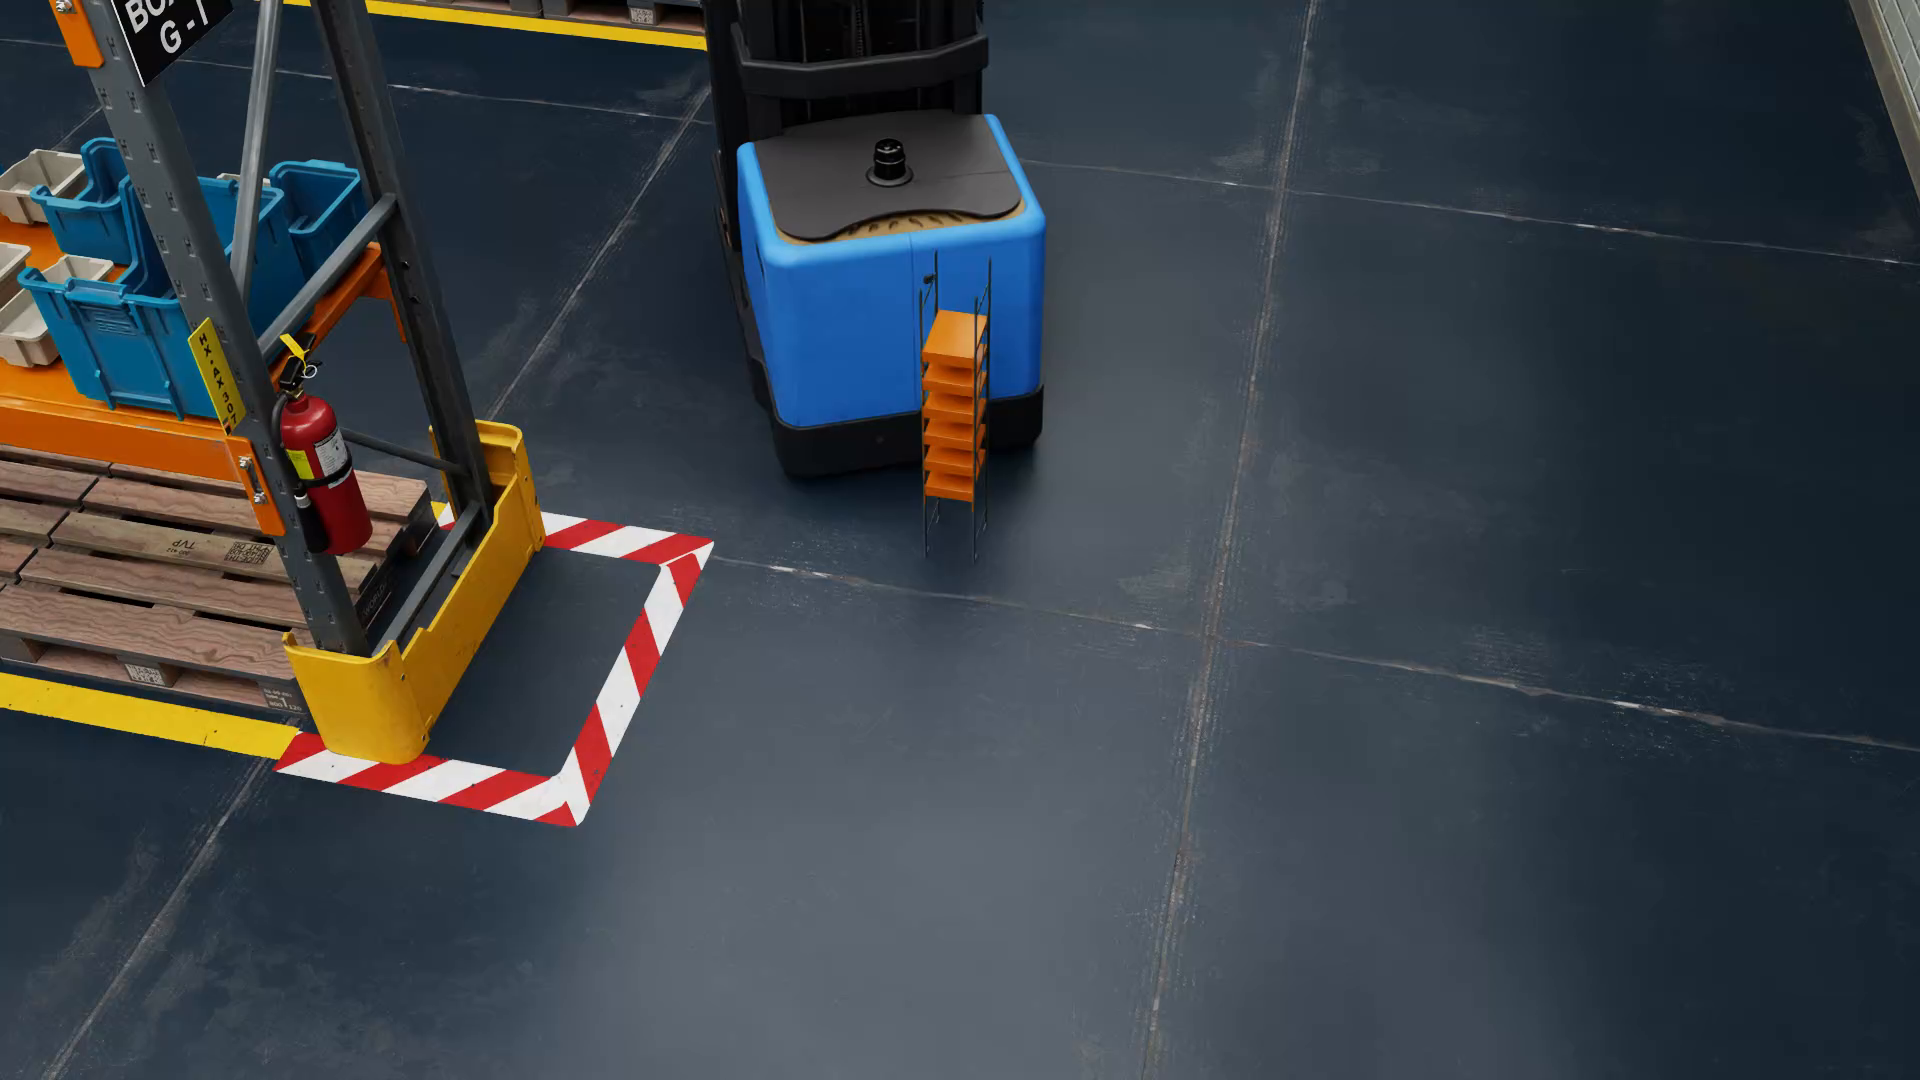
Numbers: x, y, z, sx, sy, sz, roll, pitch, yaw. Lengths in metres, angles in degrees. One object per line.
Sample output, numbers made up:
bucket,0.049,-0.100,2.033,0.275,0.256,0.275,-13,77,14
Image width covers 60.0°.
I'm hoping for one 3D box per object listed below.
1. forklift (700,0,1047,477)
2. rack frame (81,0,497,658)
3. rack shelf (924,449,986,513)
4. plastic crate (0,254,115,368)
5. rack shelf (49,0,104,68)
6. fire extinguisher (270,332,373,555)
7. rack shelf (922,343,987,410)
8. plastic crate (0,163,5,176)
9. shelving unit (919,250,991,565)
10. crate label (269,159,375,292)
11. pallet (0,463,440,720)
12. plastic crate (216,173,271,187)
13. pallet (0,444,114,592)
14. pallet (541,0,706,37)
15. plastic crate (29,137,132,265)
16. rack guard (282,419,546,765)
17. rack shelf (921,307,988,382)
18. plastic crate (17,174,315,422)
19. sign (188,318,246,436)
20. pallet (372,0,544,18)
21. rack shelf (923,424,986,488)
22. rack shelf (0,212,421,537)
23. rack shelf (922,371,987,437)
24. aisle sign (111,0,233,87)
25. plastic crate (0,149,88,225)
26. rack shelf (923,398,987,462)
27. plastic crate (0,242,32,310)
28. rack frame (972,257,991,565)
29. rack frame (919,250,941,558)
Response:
forklift,-0.506,-2.336,6.564,1.130,2.935,3.031,-9,45,-9
rack frame,-1.867,-0.747,4.863,0.127,3.000,1.000,9,45,9
rack shelf,-0.014,-0.230,6.033,0.180,0.103,0.258,9,45,9
plastic crate,-2.702,-0.674,4.935,0.243,0.136,0.396,9,45,9
rack shelf,-3.818,-1.871,4.387,4.000,0.370,1.077,9,45,9
fire extinguisher,-1.819,-0.254,4.676,0.183,0.674,0.296,9,45,9
rack shelf,-0.014,-0.575,5.701,0.180,0.103,0.258,9,45,9
plastic crate,-3.321,-1.168,5.378,0.300,0.233,0.416,9,45,9
shelving unit,-0.014,-0.434,5.836,0.189,1.200,0.258,9,45,9
crate label,-2.036,-0.968,5.171,0.303,0.233,0.416,9,45,9
pallet,-2.663,0.107,5.987,1.213,0.211,1.003,9,45,9
plastic crate,-2.331,-1.038,5.313,0.298,0.136,0.250,9,45,9
pallet,-3.850,-0.080,6.180,1.213,0.211,1.003,9,45,9
pallet,-1.634,-3.225,9.449,1.213,0.211,1.003,9,45,9
plastic crate,-2.678,-1.068,5.274,0.300,0.233,0.416,9,45,9
rack guard,-1.840,0.149,5.735,0.348,0.500,1.175,9,45,9
rack shelf,-0.014,-0.662,5.617,0.180,0.103,0.258,9,45,9
plastic crate,-2.234,-0.706,4.751,0.499,0.435,0.616,9,45,9
sign,-1.971,-0.431,4.417,0.005,0.325,0.100,9,45,9
pallet,-2.821,-3.412,9.642,1.213,0.211,1.003,9,45,9
rack shelf,-0.014,-0.316,5.950,0.180,0.103,0.258,9,45,9
rack shelf,-3.818,-0.791,5.427,4.000,0.370,1.077,9,45,9
rack shelf,-0.014,-0.489,5.784,0.180,0.103,0.258,9,45,9
aisle sign,-1.860,-1.474,3.744,0.004,0.787,0.394,9,45,9
plastic crate,-2.993,-1.141,5.419,0.298,0.136,0.250,9,45,9
rack shelf,-0.014,-0.402,5.867,0.180,0.103,0.258,9,45,9
plastic crate,-2.982,-0.728,4.990,0.243,0.136,0.396,9,45,9
rack frame,0.075,-0.421,5.822,0.006,1.200,0.240,9,45,9
rack frame,-0.103,-0.448,5.851,0.006,1.200,0.240,9,45,9
